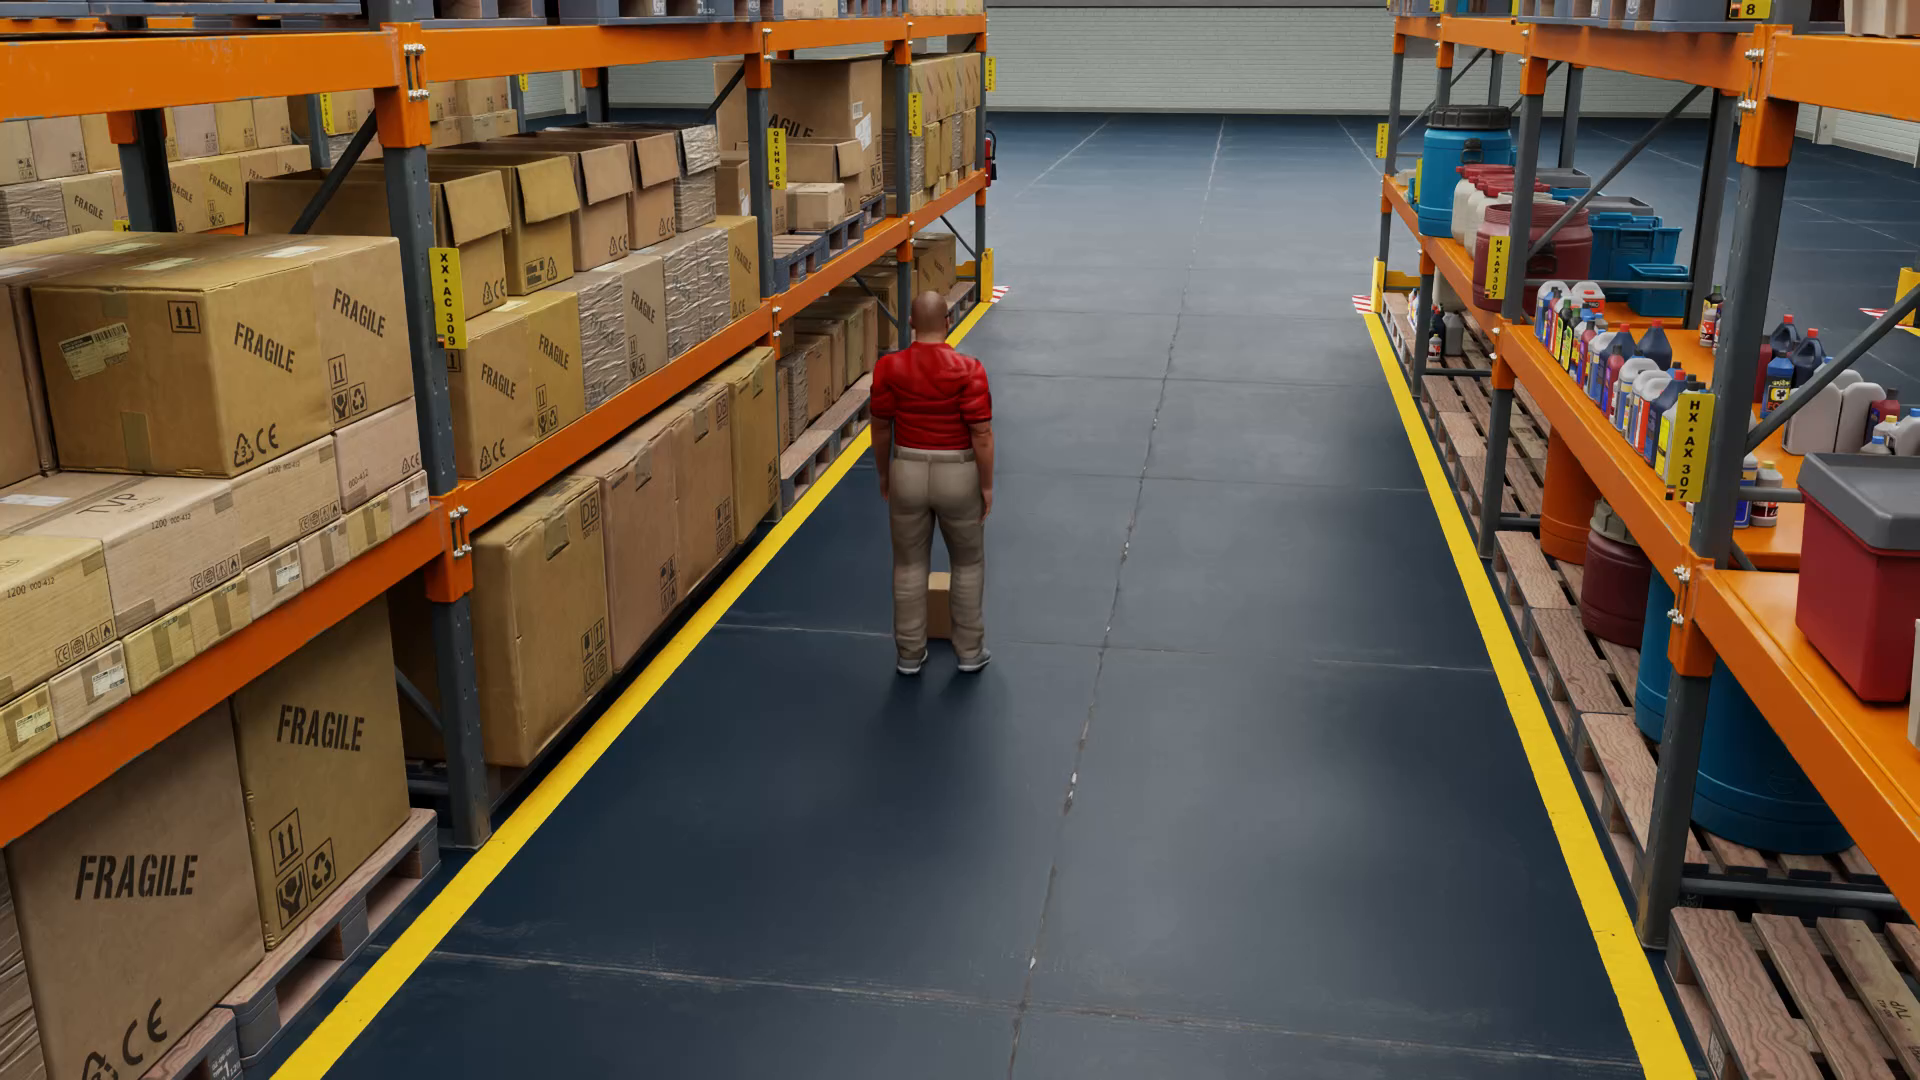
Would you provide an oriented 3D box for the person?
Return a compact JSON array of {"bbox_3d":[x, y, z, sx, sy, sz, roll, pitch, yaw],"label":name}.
[{"bbox_3d":[-0.110,-0.241,7.372,0.557,1.754,0.420,3,18,10],"label":"person"}]
